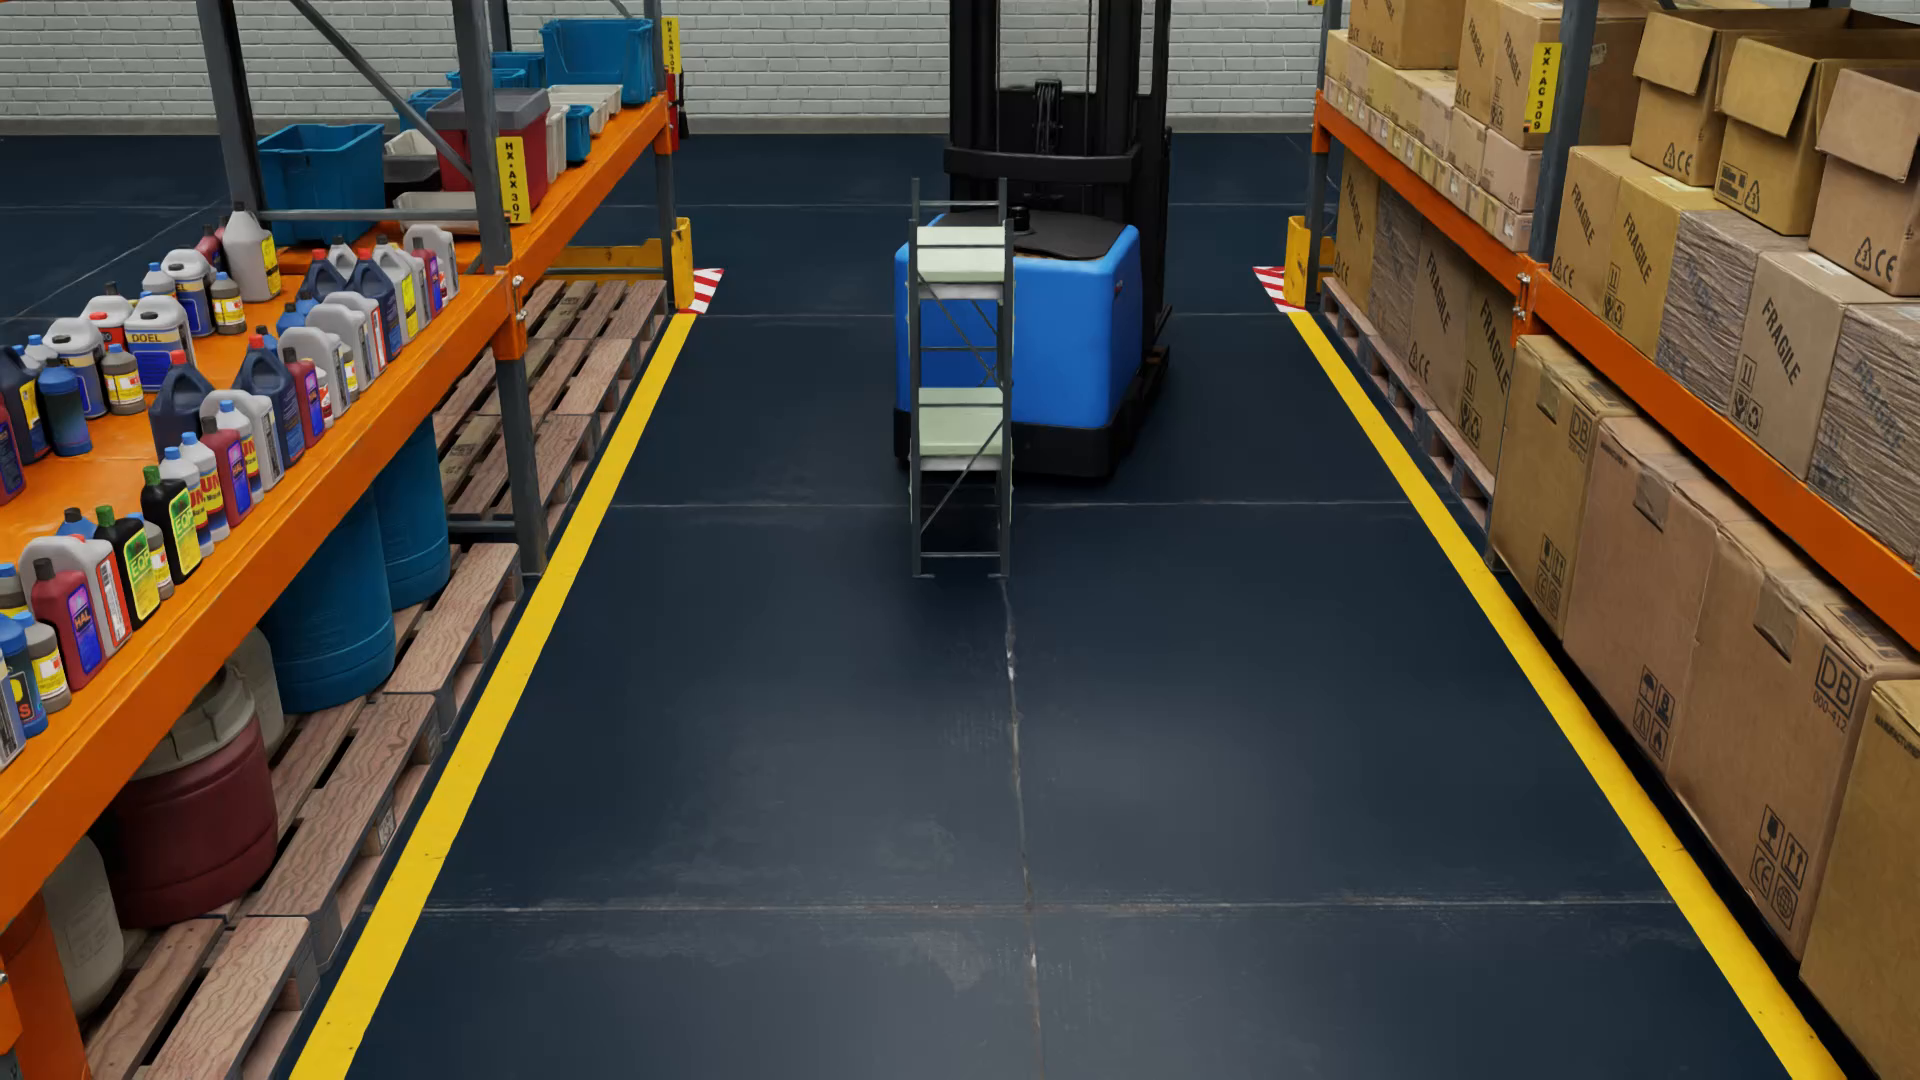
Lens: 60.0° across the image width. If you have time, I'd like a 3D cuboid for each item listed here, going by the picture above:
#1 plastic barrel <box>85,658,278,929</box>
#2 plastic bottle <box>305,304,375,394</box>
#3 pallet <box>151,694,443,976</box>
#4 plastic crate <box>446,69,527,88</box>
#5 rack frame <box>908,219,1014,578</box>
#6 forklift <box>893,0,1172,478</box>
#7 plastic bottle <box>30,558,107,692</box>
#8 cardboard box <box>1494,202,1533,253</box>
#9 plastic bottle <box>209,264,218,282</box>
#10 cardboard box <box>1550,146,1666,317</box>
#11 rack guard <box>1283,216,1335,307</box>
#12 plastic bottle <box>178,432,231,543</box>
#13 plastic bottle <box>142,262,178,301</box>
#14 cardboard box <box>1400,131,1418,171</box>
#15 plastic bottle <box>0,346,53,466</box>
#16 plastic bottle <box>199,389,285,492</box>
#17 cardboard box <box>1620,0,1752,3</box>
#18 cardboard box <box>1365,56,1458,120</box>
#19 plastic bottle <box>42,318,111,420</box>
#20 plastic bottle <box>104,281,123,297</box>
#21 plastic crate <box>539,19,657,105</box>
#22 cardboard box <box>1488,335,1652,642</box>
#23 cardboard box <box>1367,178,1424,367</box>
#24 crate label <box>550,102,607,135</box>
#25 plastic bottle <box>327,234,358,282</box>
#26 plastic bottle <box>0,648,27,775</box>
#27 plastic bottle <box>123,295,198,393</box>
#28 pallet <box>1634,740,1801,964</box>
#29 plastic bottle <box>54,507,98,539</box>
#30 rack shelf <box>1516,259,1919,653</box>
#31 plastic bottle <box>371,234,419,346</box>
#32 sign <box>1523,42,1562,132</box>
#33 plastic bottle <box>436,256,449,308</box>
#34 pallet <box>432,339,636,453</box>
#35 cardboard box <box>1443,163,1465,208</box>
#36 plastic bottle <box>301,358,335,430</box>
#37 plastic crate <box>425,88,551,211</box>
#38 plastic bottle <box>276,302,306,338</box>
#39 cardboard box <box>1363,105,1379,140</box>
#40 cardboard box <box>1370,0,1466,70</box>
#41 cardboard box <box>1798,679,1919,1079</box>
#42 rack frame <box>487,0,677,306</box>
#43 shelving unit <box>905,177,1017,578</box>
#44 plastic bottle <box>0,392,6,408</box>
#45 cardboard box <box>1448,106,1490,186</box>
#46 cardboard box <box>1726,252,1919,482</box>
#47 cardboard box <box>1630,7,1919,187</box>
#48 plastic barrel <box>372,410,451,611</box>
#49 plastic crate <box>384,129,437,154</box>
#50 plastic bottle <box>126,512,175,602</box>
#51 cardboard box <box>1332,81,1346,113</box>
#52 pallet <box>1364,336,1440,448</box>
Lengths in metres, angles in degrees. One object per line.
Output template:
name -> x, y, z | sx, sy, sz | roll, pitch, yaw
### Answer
plastic barrel -> -2.226, 0.659, 4.570 | 0.600, 0.588, 0.708 | 0, 24, -1
plastic bottle -> -1.897, -0.599, 5.084 | 0.152, 0.276, 0.135 | 0, 24, -1
pallet -> -2.252, 0.863, 5.087 | 1.003, 0.211, 1.213 | 0, 24, -1
plastic crate -> -2.598, -2.455, 9.168 | 0.416, 0.233, 0.300 | 0, 24, -1
rack frame -> 0.004, -0.530, 6.601 | 0.400, 1.500, 0.023 | 0, 24, -1
forklift -> 0.548, -2.207, 8.574 | 1.130, 2.935, 3.031 | 6, 25, 13
plastic bottle -> -1.831, 0.156, 3.407 | 0.061, 0.283, 0.133 | 0, 24, -1
cardboard box -> 2.387, -1.262, 6.705 | 0.380, 0.149, 0.250 | 0, 24, 0
plastic bottle -> -2.637, -0.884, 5.806 | 0.097, 0.201, 0.097 | 0, 24, 0
cardboard box -> 2.473, -1.107, 5.937 | 0.500, 0.500, 0.500 | 0, 24, 0
rack guard -> 2.674, -1.772, 10.560 | 1.175, 0.500, 0.348 | 0, 24, -1
plastic bottle -> -1.857, -0.132, 4.057 | 0.097, 0.271, 0.097 | 0, 24, 0
plastic bottle -> -2.633, -0.780, 5.491 | 0.097, 0.271, 0.097 | 0, 24, 0
cardboard box -> 2.371, -1.896, 8.108 | 0.380, 0.149, 0.250 | 0, 24, 0
plastic bottle -> -2.598, -0.392, 4.536 | 0.144, 0.351, 0.185 | 0, 24, -1
plastic bottle -> -1.888, -0.276, 4.372 | 0.152, 0.276, 0.135 | 0, 24, -1
cardboard box -> 2.970, -2.063, 7.082 | 0.500, 0.500, 0.500 | 0, 24, -1
cardboard box -> 2.423, -2.348, 8.621 | 0.500, 0.250, 0.500 | -1, 24, -2
plastic bottle -> -2.598, -0.504, 4.875 | 0.152, 0.276, 0.135 | 0, 24, -1
plastic bottle -> -2.648, -0.658, 5.206 | 0.061, 0.283, 0.133 | 0, 24, -1
plastic crate -> -2.088, -2.785, 9.651 | 0.616, 0.435, 0.499 | 0, 24, -1
cardboard box -> 2.745, -0.212, 6.147 | 1.225, 0.875, 0.875 | 0, 24, 0
cardboard box -> 2.771, -1.485, 8.963 | 0.875, 0.875, 0.875 | 0, 24, -1
crate label -> -2.072, -2.216, 8.757 | 0.396, 0.136, 0.243 | 0, 24, -1
plastic bottle -> -2.042, -0.830, 5.504 | 0.144, 0.351, 0.185 | 0, 24, -1
plastic bottle -> -1.873, 0.295, 3.108 | 0.152, 0.276, 0.135 | 0, 24, -1
plastic bottle -> -2.449, -0.600, 5.088 | 0.152, 0.276, 0.135 | 0, 24, -1
pallet -> 2.818, 0.840, 5.137 | 1.003, 0.211, 1.213 | 0, 24, -1
plastic bottle -> -1.913, 0.059, 3.636 | 0.097, 0.271, 0.097 | 0, 24, 0
rack shelf -> 2.739, -0.100, 4.705 | 1.077, 0.370, 4.000 | 0, 24, -1
plastic bottle -> -1.898, -0.830, 5.506 | 0.144, 0.351, 0.185 | 0, 24, -1
sign -> 2.163, -1.680, 6.177 | 0.100, 0.325, 0.005 | 0, 24, -1
plastic bottle -> -1.879, -0.931, 5.909 | 0.097, 0.201, 0.097 | 0, 24, 0
pallet -> -2.298, -0.766, 8.688 | 1.003, 0.211, 1.213 | 0, 24, -1
cardboard box -> 2.378, -1.580, 7.408 | 0.380, 0.149, 0.250 | 0, 24, 0
plastic bottle -> -1.865, -0.422, 4.783 | 0.097, 0.201, 0.097 | 0, 24, 0
plastic crate -> -1.994, -1.656, 7.120 | 0.402, 0.464, 0.583 | 0, 24, -1
plastic bottle -> -2.021, -0.588, 5.067 | 0.097, 0.271, 0.097 | 0, 24, 0
cardboard box -> 2.361, -2.215, 8.812 | 0.380, 0.149, 0.250 | -1, 24, -2
cardboard box -> 2.426, -2.691, 8.471 | 0.500, 0.500, 0.500 | -1, 24, -2
cardboard box -> 2.775, 0.888, 3.715 | 1.225, 0.875, 0.875 | -1, 24, -3
rack frame -> -2.279, -2.878, 9.974 | 1.000, 3.000, 0.127 | 0, 24, -1
shelving unit -> 0.000, -0.681, 6.935 | 0.431, 1.500, 0.755 | 0, 24, -1
plastic bottle -> -2.577, -0.296, 4.406 | 0.061, 0.283, 0.133 | 0, 24, -1
cardboard box -> 2.442, -1.713, 7.220 | 0.500, 0.250, 0.500 | 0, 24, 1
cardboard box -> 2.495, -0.481, 4.552 | 0.500, 0.500, 0.500 | 0, 24, 0
cardboard box -> 2.733, -1.492, 5.570 | 0.797, 0.503, 0.637 | -1, 24, -2
plastic barrel -> -2.246, -0.241, 6.180 | 0.600, 0.901, 0.708 | 0, 24, -1
plastic crate -> -2.555, -1.853, 7.955 | 0.293, 0.136, 0.466 | 0, 24, -1
plastic bottle -> -1.853, 0.035, 3.773 | 0.097, 0.201, 0.097 | 0, 24, 0
cardboard box -> 2.352, -2.533, 9.515 | 0.380, 0.149, 0.250 | -1, 24, -1
pallet -> 2.771, -0.799, 8.761 | 1.003, 0.211, 1.213 | 0, 24, -1
